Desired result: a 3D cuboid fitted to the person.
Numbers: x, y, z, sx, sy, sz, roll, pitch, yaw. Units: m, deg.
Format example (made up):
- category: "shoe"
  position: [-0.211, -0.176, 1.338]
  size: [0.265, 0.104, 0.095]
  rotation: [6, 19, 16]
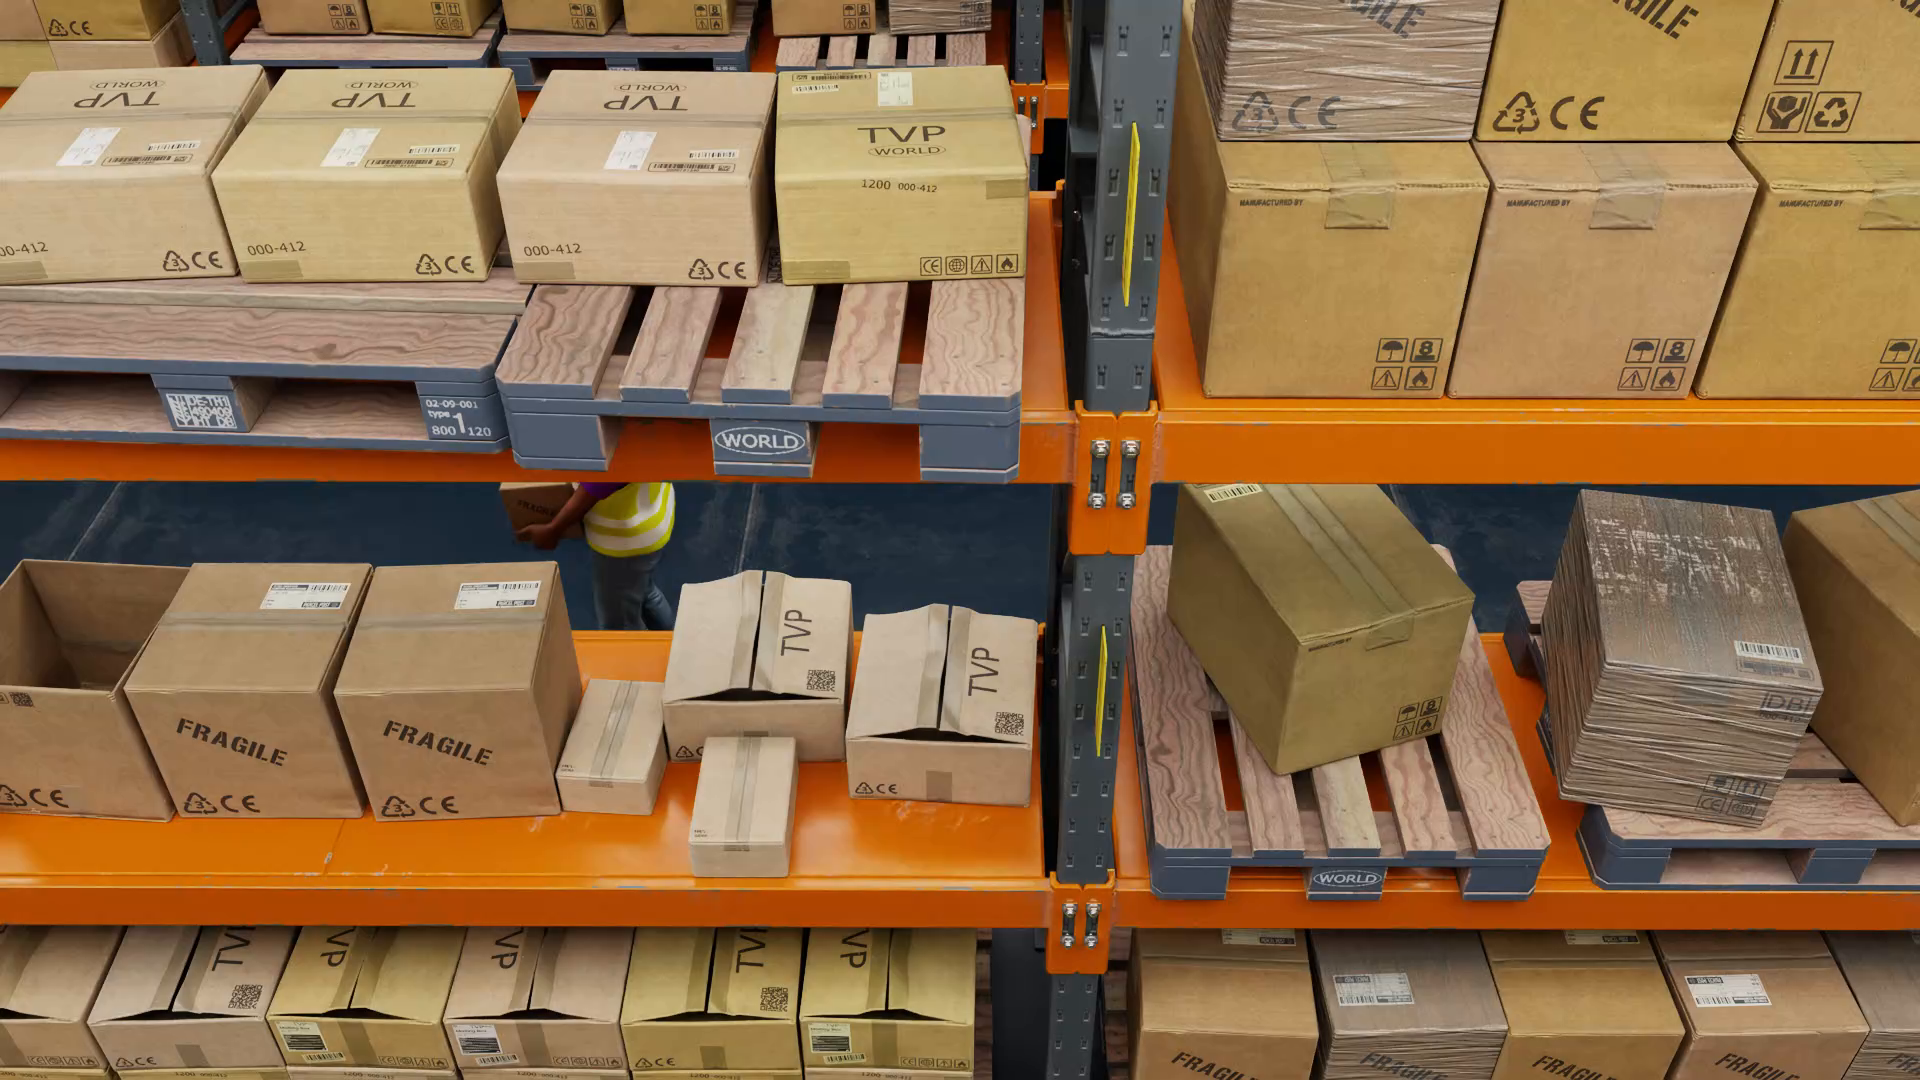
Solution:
- category: "person"
  position: [-1.331, -0.044, 6.194]
  size: [0.586, 1.762, 0.502]
  rotation: [0, 39, 0]
